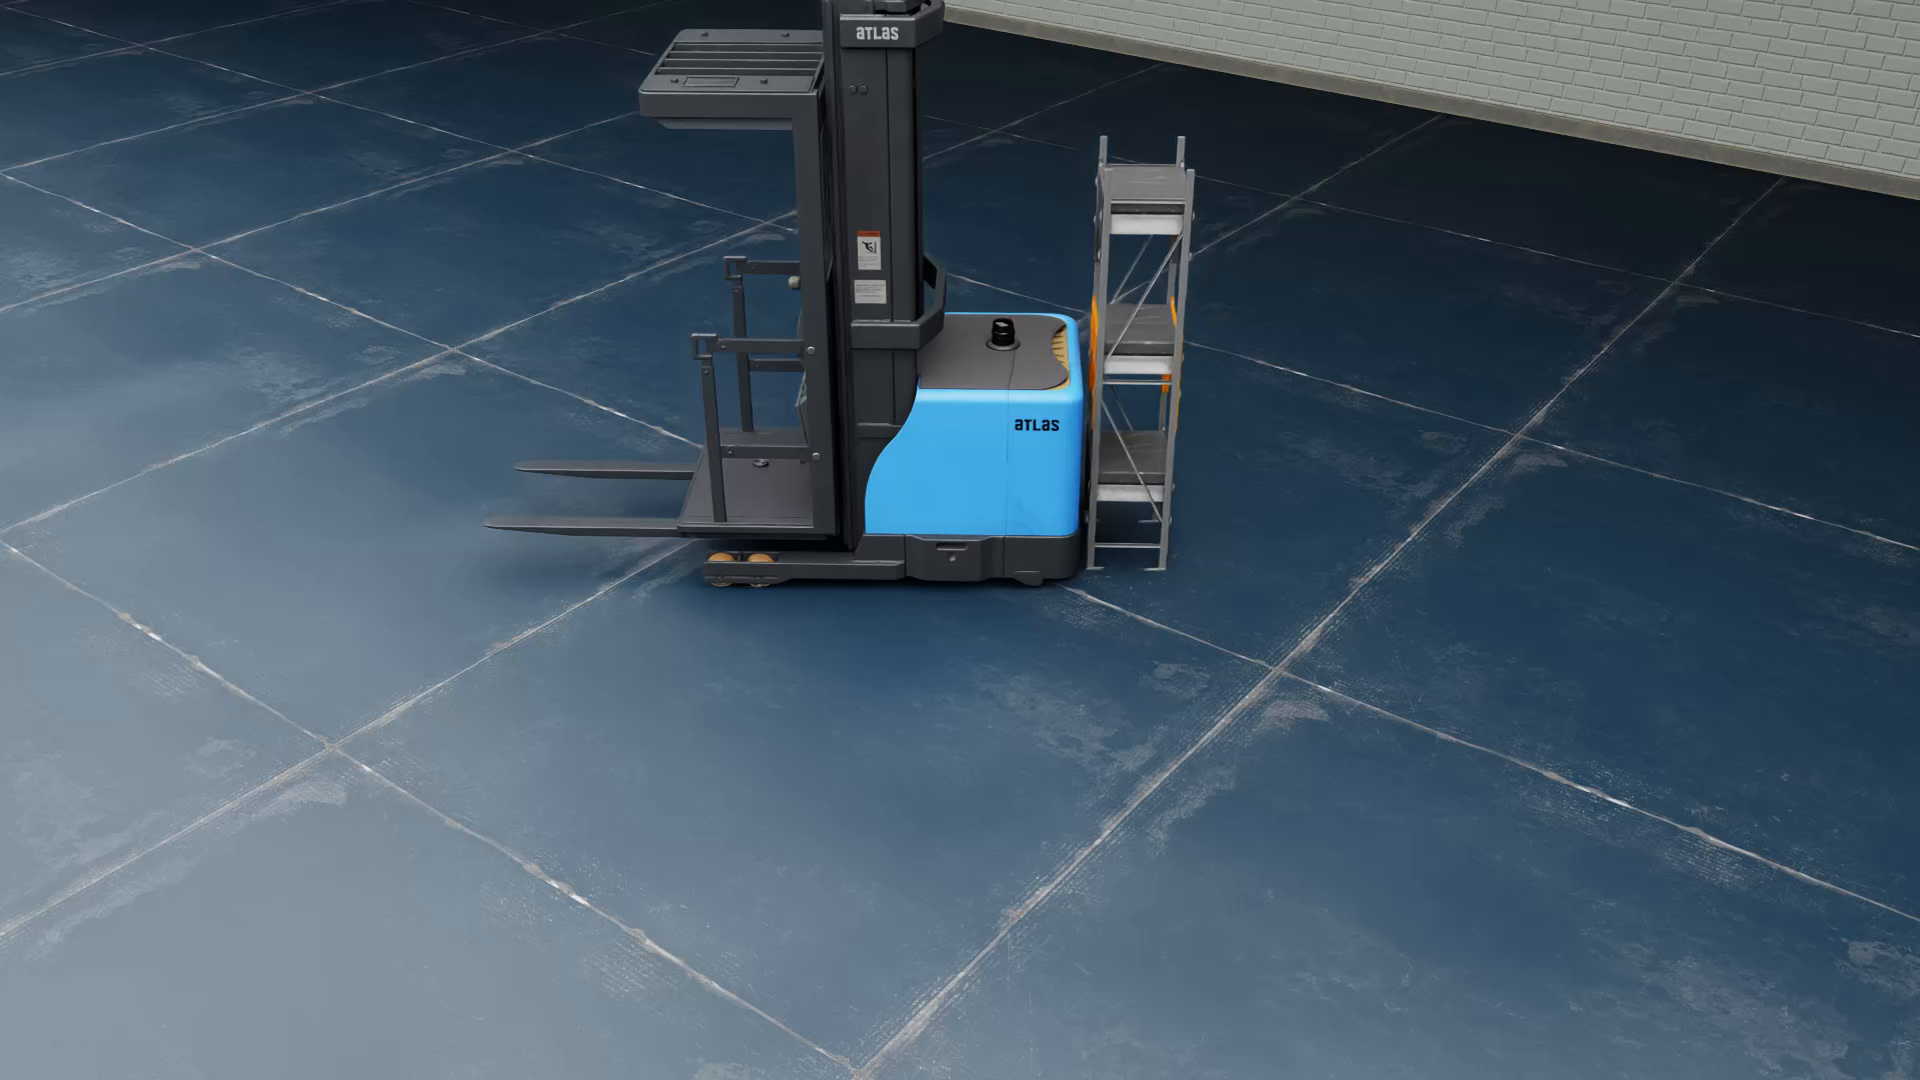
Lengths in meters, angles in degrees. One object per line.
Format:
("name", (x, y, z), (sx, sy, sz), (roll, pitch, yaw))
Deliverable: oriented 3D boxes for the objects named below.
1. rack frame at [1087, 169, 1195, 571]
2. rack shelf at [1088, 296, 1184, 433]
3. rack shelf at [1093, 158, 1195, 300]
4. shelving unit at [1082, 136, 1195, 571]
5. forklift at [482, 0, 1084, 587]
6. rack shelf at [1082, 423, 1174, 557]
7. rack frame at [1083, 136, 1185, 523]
("rack frame", (0.848, -0.750, 7.957), (0.400, 2.100, 0.015), (1, 31, 1))
("rack shelf", (0.854, -0.863, 8.174), (0.431, 0.518, 0.480), (1, 31, 1))
("rack shelf", (0.854, -1.465, 7.817), (0.431, 0.518, 0.480), (1, 31, 1))
("shelving unit", (0.854, -0.875, 8.167), (0.431, 2.100, 0.503), (1, 31, 1))
("forklift", (-0.904, -1.292, 8.056), (3.031, 2.935, 1.130), (1, 31, 1))
("rack shelf", (0.854, -0.261, 8.530), (0.431, 0.518, 0.480), (1, 31, 1))
("rack frame", (0.861, -0.999, 8.376), (0.400, 2.100, 0.015), (1, 31, 1))
